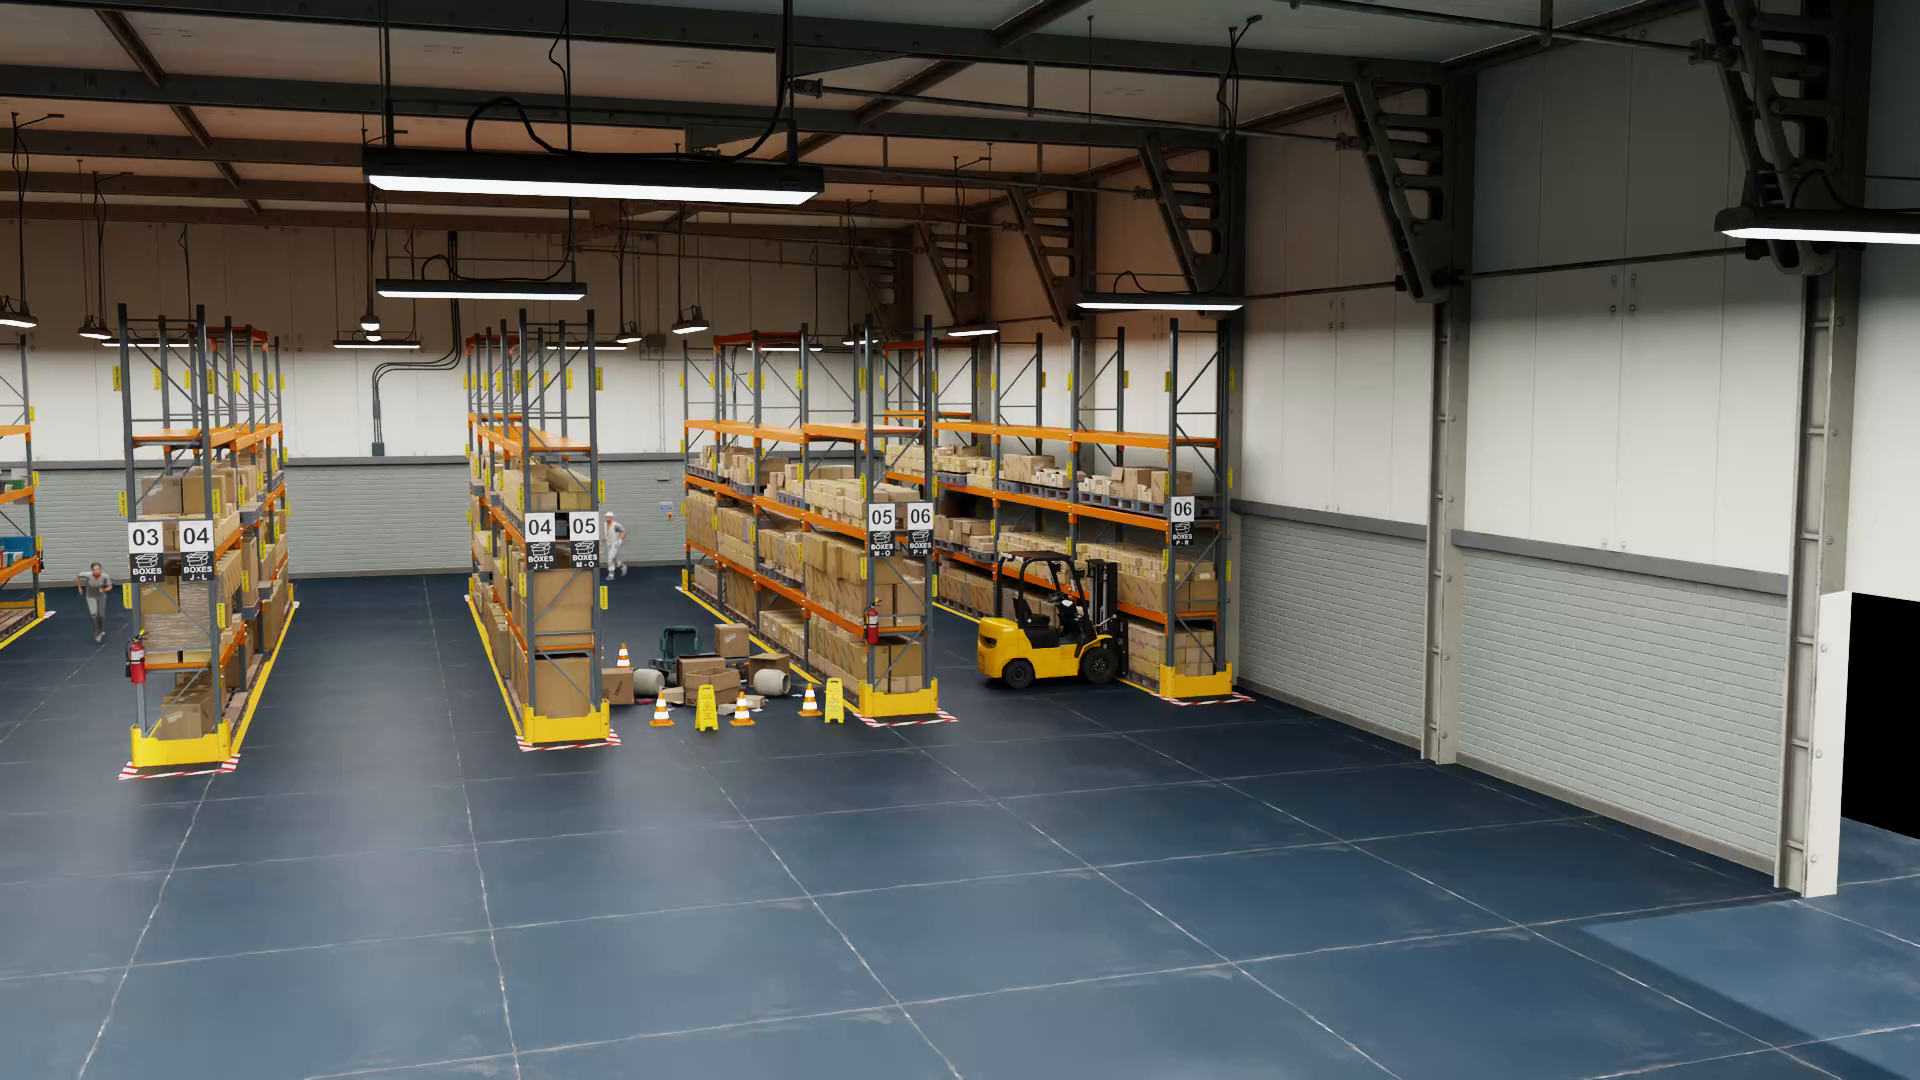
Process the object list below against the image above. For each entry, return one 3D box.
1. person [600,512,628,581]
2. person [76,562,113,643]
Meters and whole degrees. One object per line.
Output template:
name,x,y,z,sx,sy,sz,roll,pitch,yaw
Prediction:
person,-8.737,0.137,42.204,0.663,1.741,0.855,4,7,34
person,-16.733,1.194,32.187,0.611,1.601,0.951,-3,6,-28
